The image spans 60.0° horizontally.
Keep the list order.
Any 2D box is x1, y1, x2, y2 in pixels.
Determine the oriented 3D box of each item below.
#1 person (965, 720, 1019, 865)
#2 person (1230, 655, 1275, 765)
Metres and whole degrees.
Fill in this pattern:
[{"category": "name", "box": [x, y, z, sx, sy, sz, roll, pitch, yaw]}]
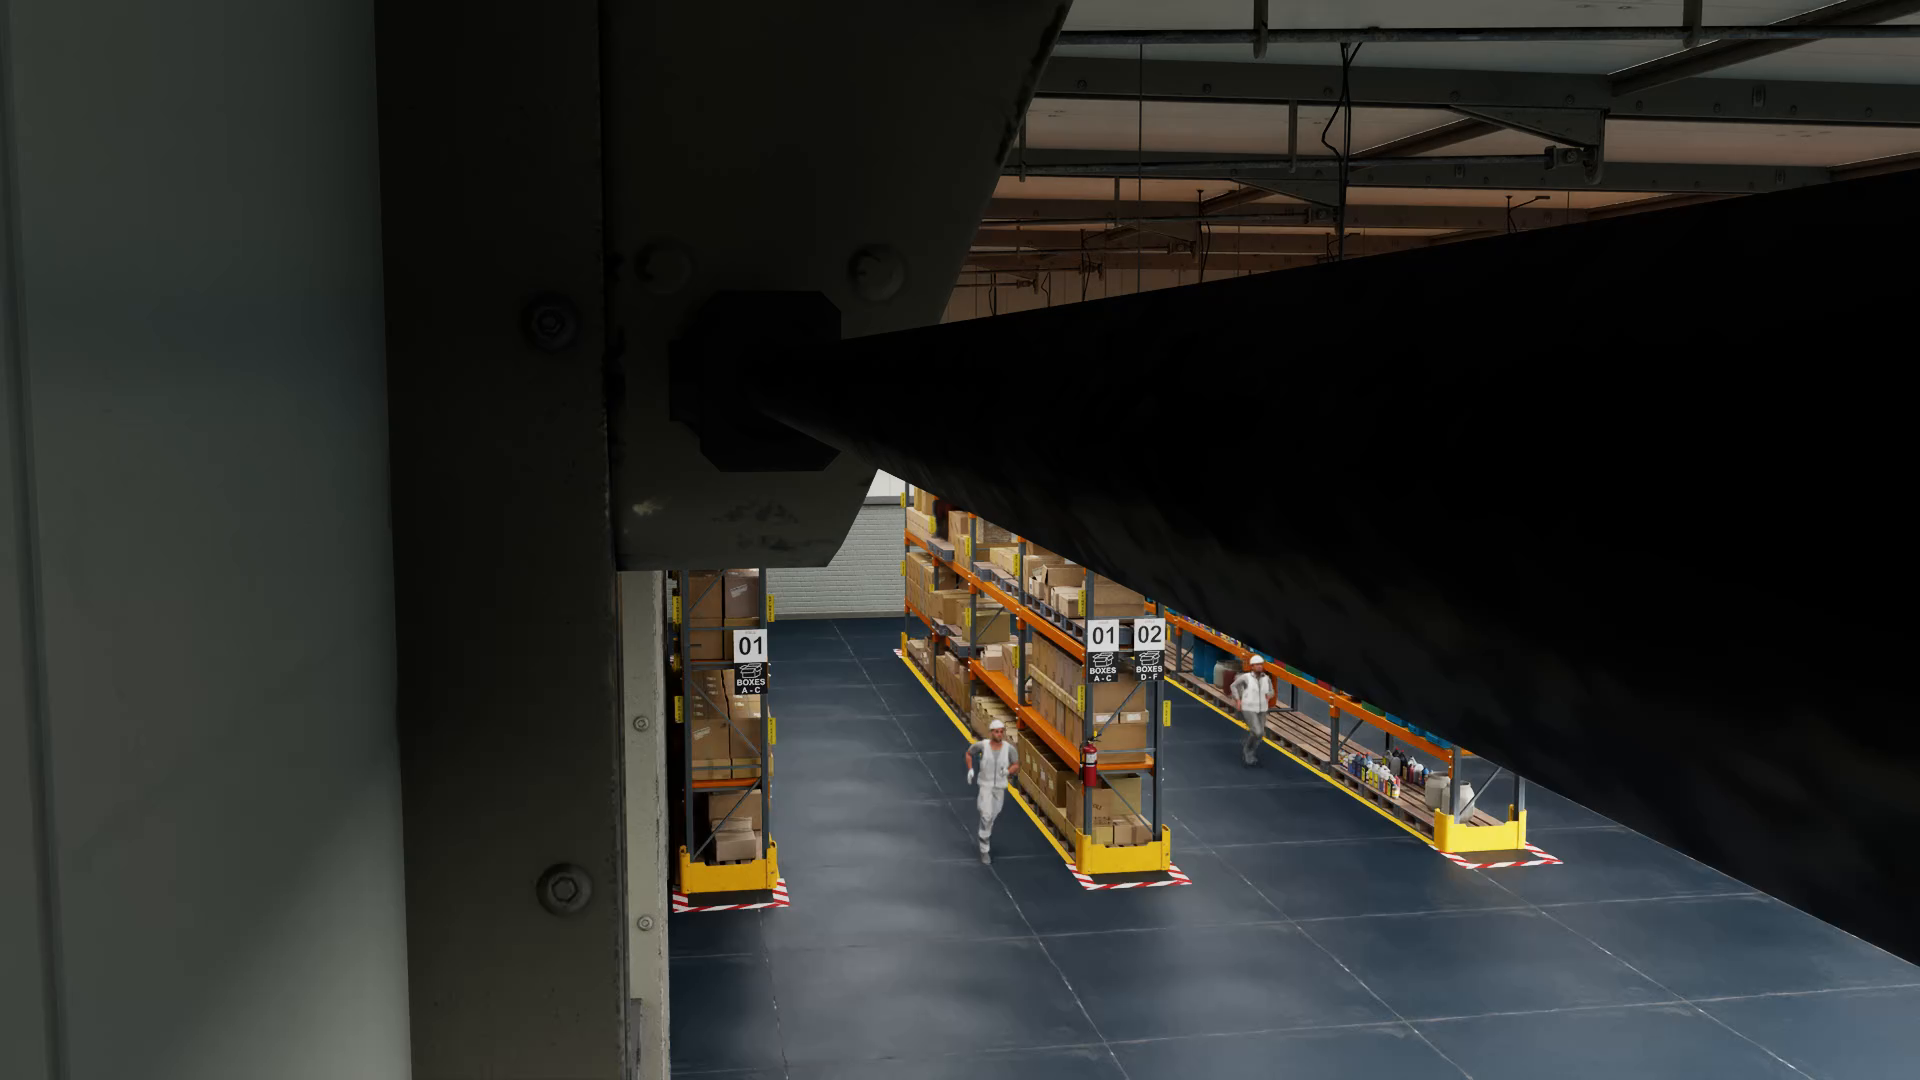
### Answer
[{"category": "person", "box": [0.424, 3.227, 21.557, 0.673, 1.836, 0.827, -1, 6, -14]}, {"category": "person", "box": [4.708, 2.710, 26.442, 0.644, 1.749, 0.642, -2, 6, -20]}]
